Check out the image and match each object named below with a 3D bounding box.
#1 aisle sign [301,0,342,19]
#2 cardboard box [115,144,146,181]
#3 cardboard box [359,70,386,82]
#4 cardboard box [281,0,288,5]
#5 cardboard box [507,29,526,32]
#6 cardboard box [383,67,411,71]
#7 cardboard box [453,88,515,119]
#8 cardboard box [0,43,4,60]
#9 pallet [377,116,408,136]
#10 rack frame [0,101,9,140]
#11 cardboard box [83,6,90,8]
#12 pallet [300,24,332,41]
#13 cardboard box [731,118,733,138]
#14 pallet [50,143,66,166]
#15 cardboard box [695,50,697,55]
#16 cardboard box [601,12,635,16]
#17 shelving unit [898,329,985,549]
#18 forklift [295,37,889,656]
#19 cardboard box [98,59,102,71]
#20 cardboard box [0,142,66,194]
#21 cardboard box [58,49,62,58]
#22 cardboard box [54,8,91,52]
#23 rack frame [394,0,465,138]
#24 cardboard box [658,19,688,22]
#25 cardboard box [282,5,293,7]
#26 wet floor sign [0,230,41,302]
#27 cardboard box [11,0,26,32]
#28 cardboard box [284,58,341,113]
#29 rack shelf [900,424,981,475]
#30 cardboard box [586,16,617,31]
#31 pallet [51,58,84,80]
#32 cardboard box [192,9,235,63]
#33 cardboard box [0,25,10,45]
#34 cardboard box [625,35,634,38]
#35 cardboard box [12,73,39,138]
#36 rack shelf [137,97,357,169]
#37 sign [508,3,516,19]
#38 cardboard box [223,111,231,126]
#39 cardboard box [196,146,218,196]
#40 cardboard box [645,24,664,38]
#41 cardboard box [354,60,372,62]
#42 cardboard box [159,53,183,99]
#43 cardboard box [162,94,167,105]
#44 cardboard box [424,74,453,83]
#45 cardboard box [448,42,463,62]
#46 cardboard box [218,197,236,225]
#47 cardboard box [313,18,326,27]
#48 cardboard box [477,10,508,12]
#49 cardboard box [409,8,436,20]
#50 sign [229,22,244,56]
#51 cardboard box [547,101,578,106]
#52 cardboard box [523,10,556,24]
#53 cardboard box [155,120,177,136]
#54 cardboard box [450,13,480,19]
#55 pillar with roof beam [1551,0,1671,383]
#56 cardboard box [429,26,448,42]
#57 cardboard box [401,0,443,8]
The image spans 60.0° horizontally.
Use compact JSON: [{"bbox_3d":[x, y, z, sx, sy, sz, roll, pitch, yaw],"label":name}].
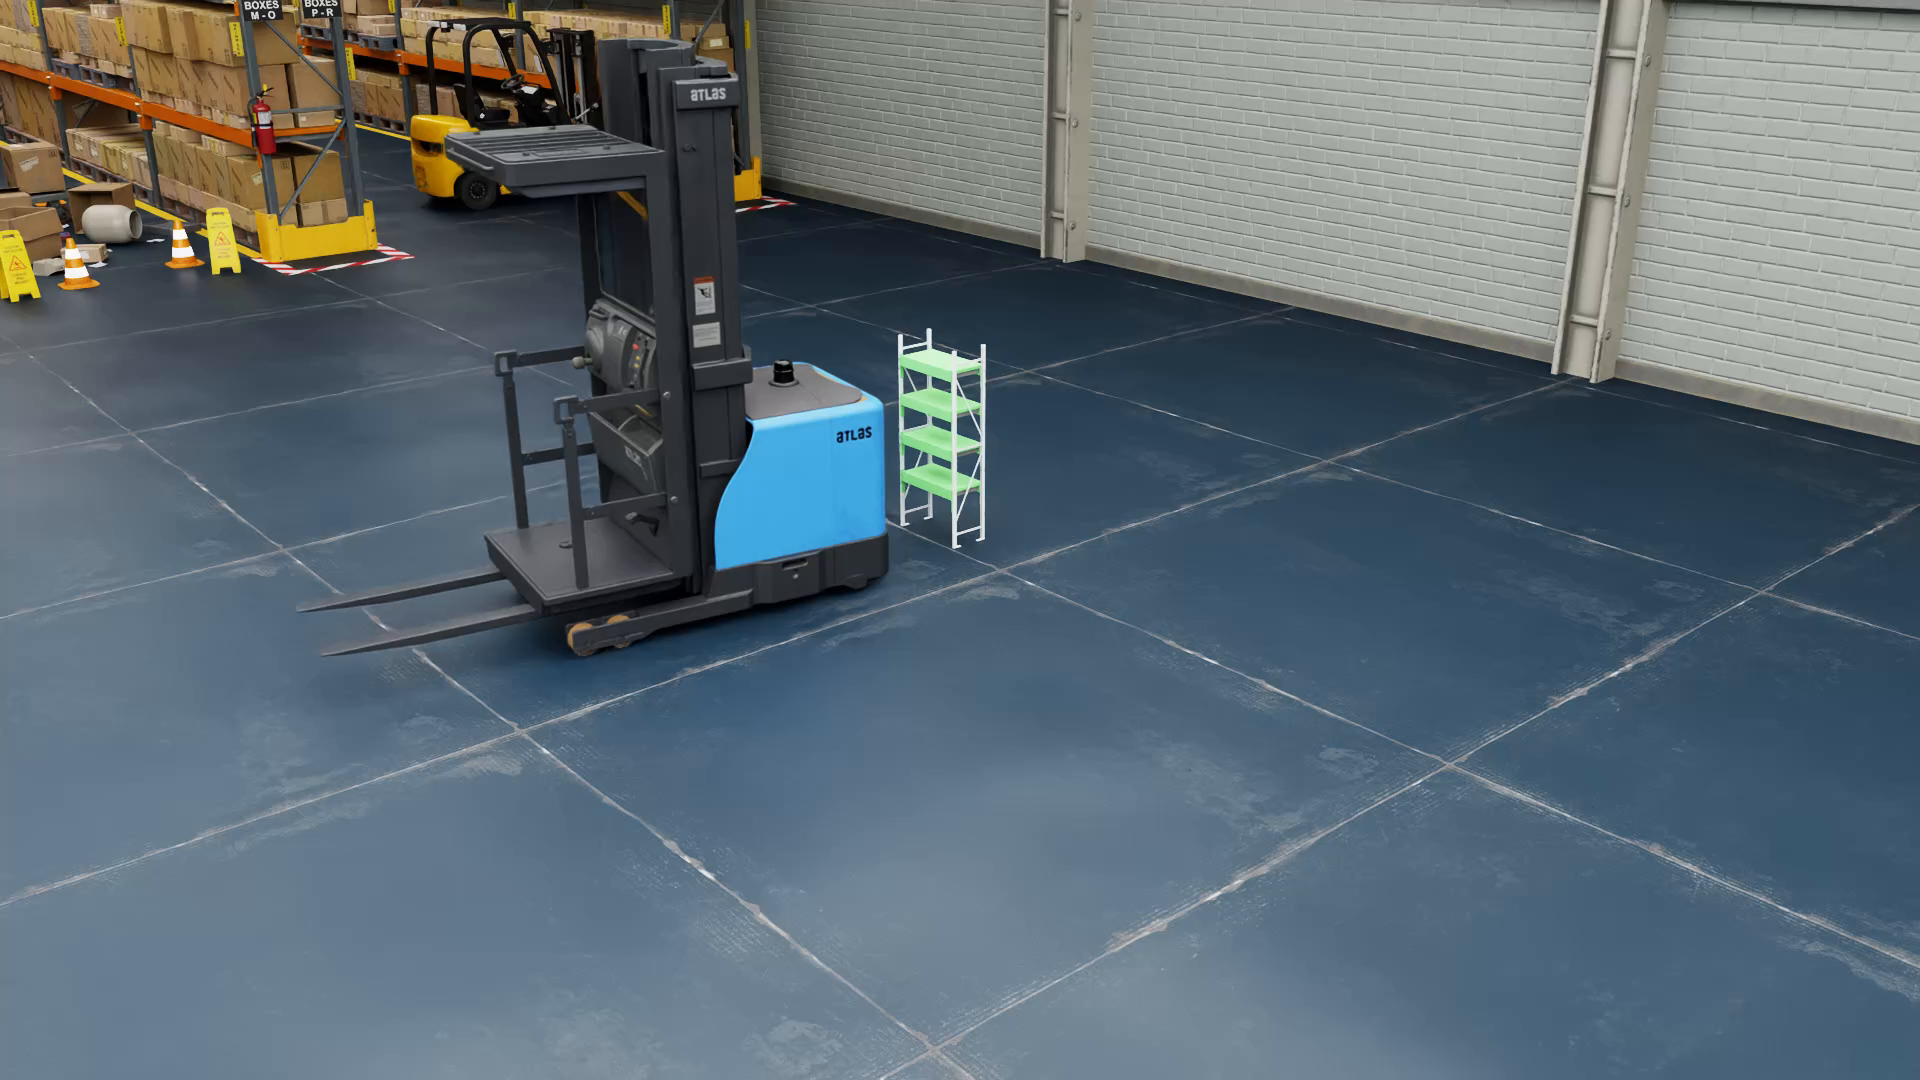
[{"bbox_3d":[-6.531,-5.720,16.909,0.394,0.787,0.004,-17,27,-37],"label":"aisle sign"},{"bbox_3d":[-10.234,-4.872,21.337,0.950,0.372,0.625,-15,26,-34],"label":"cardboard box"},{"bbox_3d":[-9.629,-7.628,27.309,0.380,0.149,0.250,-19,28,-40],"label":"cardboard box"},{"bbox_3d":[-12.421,-9.870,29.839,0.500,0.500,0.500,-17,27,-36],"label":"cardboard box"},{"bbox_3d":[-6.051,-7.130,23.049,0.380,0.149,0.250,-16,27,-36],"label":"cardboard box"},{"bbox_3d":[-9.404,-7.827,27.816,0.380,0.149,0.250,-19,28,-39],"label":"cardboard box"},{"bbox_3d":[-7.002,-6.395,24.879,0.875,0.625,0.625,-19,28,-40],"label":"cardboard box"},{"bbox_3d":[-13.891,-7.226,24.525,0.500,0.250,0.500,-18,28,-38],"label":"cardboard box"},{"bbox_3d":[-8.729,-6.762,26.960,1.003,0.211,1.213,-17,27,-37],"label":"pallet"},{"bbox_3d":[-14.640,-7.768,25.704,1.000,3.000,0.127,-17,27,-37],"label":"rack frame"},{"bbox_3d":[-11.521,-6.984,22.581,0.500,0.500,0.500,-18,28,-39],"label":"cardboard box"},{"bbox_3d":[-10.443,-8.614,28.128,1.003,0.211,1.213,-17,27,-37],"label":"pallet"},{"bbox_3d":[-3.219,-5.194,20.955,0.500,0.250,0.500,-18,28,-38],"label":"cardboard box"},{"bbox_3d":[-12.486,-5.600,23.993,1.003,0.211,1.213,-17,27,-37],"label":"pallet"},{"bbox_3d":[-3.569,-5.755,20.428,0.500,0.500,0.500,-18,28,-39],"label":"cardboard box"},{"bbox_3d":[-4.542,-6.931,22.133,0.380,0.149,0.250,-18,28,-38],"label":"cardboard box"},{"bbox_3d":[-0.108,-0.604,9.882,0.258,1.200,0.503,-17,27,-37],"label":"shelving unit"},{"bbox_3d":[-1.928,-0.993,8.500,3.031,2.935,1.130,-12,25,-29],"label":"forklift"},{"bbox_3d":[-10.618,-5.998,20.953,0.380,0.149,0.250,-17,27,-37],"label":"cardboard box"},{"bbox_3d":[-10.746,-4.314,19.275,0.500,0.500,0.500,-17,27,-37],"label":"cardboard box"},{"bbox_3d":[-11.957,-6.607,22.509,0.380,0.149,0.250,-19,29,-40],"label":"cardboard box"},{"bbox_3d":[-11.565,-6.722,21.912,0.500,0.500,0.500,-16,26,-35],"label":"cardboard box"},{"bbox_3d":[-8.271,-7.845,25.902,1.000,3.000,0.127,-17,27,-37],"label":"rack frame"},{"bbox_3d":[-3.585,-6.488,21.001,0.380,0.149,0.250,-17,27,-37],"label":"cardboard box"},{"bbox_3d":[-12.053,-9.378,29.611,0.500,0.250,0.500,-18,27,-38],"label":"cardboard box"},{"bbox_3d":[-8.972,-2.613,15.771,0.232,0.644,0.267,17,27,36],"label":"wet floor sign"},{"bbox_3d":[-12.905,-7.395,23.244,0.500,0.500,0.500,-17,27,-37],"label":"cardboard box"},{"bbox_3d":[-6.906,-4.834,17.669,0.500,0.500,0.500,-18,28,-38],"label":"cardboard box"},{"bbox_3d":[-0.108,-0.545,9.905,0.258,0.148,0.480,-17,27,-37],"label":"rack shelf"},{"bbox_3d":[-4.599,-6.667,21.458,0.380,0.149,0.250,-17,27,-37],"label":"cardboard box"},{"bbox_3d":[-11.483,-6.402,22.479,1.213,0.211,1.003,-17,27,-37],"label":"pallet"},{"bbox_3d":[-7.630,-5.334,17.573,0.700,0.500,0.500,-17,27,-37],"label":"cardboard box"},{"bbox_3d":[-13.563,-7.320,24.080,0.500,0.250,0.500,-18,28,-39],"label":"cardboard box"},{"bbox_3d":[-3.953,-6.234,20.760,0.380,0.149,0.250,-18,27,-38],"label":"cardboard box"},{"bbox_3d":[-13.579,-6.574,24.993,0.875,0.875,0.875,-16,27,-36],"label":"cardboard box"},{"bbox_3d":[-8.112,-4.670,18.781,1.077,0.370,4.000,-17,27,-37],"label":"rack shelf"},{"bbox_3d":[-6.064,-7.111,22.547,0.100,0.325,0.005,-17,27,-37],"label":"sign"},{"bbox_3d":[-7.613,-4.507,17.724,0.380,0.149,0.250,-18,28,-38],"label":"cardboard box"},{"bbox_3d":[-8.194,-4.161,18.660,0.500,0.500,0.500,-18,28,-39],"label":"cardboard box"},{"bbox_3d":[-3.627,-6.232,20.347,0.380,0.149,0.250,-17,27,-37],"label":"cardboard box"},{"bbox_3d":[-10.423,-8.251,28.900,0.380,0.149,0.250,-19,28,-39],"label":"cardboard box"},{"bbox_3d":[-8.678,-5.280,18.806,0.500,0.500,0.500,-18,28,-38],"label":"cardboard box"},{"bbox_3d":[-9.054,-5.154,19.374,0.380,0.149,0.250,-18,27,-38],"label":"cardboard box"},{"bbox_3d":[-8.375,-7.397,26.720,0.380,0.149,0.250,-16,26,-35],"label":"cardboard box"},{"bbox_3d":[-7.163,-7.170,24.384,0.500,0.250,0.500,-16,27,-36],"label":"cardboard box"},{"bbox_3d":[-7.870,-3.672,18.441,0.500,0.250,0.500,-17,27,-37],"label":"cardboard box"},{"bbox_3d":[-10.397,-8.863,27.786,0.700,0.500,0.500,-17,27,-37],"label":"cardboard box"},{"bbox_3d":[-6.976,-7.830,24.834,0.380,0.149,0.250,-18,28,-38],"label":"cardboard box"},{"bbox_3d":[-8.110,-7.962,25.174,0.380,0.149,0.250,-17,27,-36],"label":"cardboard box"},{"bbox_3d":[-7.240,-5.012,16.647,0.100,0.325,0.005,-17,27,-37],"label":"sign"},{"bbox_3d":[-5.255,-5.769,22.424,0.500,0.250,0.500,-17,27,-37],"label":"cardboard box"},{"bbox_3d":[-5.676,-7.069,22.484,0.380,0.149,0.250,-17,27,-36],"label":"cardboard box"},{"bbox_3d":[-9.201,-4.848,19.525,0.380,0.149,0.250,-17,27,-37],"label":"cardboard box"},{"bbox_3d":[-7.139,-7.531,24.073,0.380,0.149,0.250,-18,28,-39],"label":"cardboard box"},{"bbox_3d":[1.751,-4.495,9.122,9.100,9.000,0.400,-17,27,-37],"label":"pillar with roof beam"},{"bbox_3d":[-7.512,-7.540,24.642,0.500,0.250,0.500,-18,28,-39],"label":"cardboard box"},{"bbox_3d":[-8.488,-8.267,26.265,0.500,0.500,0.500,-16,26,-35],"label":"cardboard box"}]
